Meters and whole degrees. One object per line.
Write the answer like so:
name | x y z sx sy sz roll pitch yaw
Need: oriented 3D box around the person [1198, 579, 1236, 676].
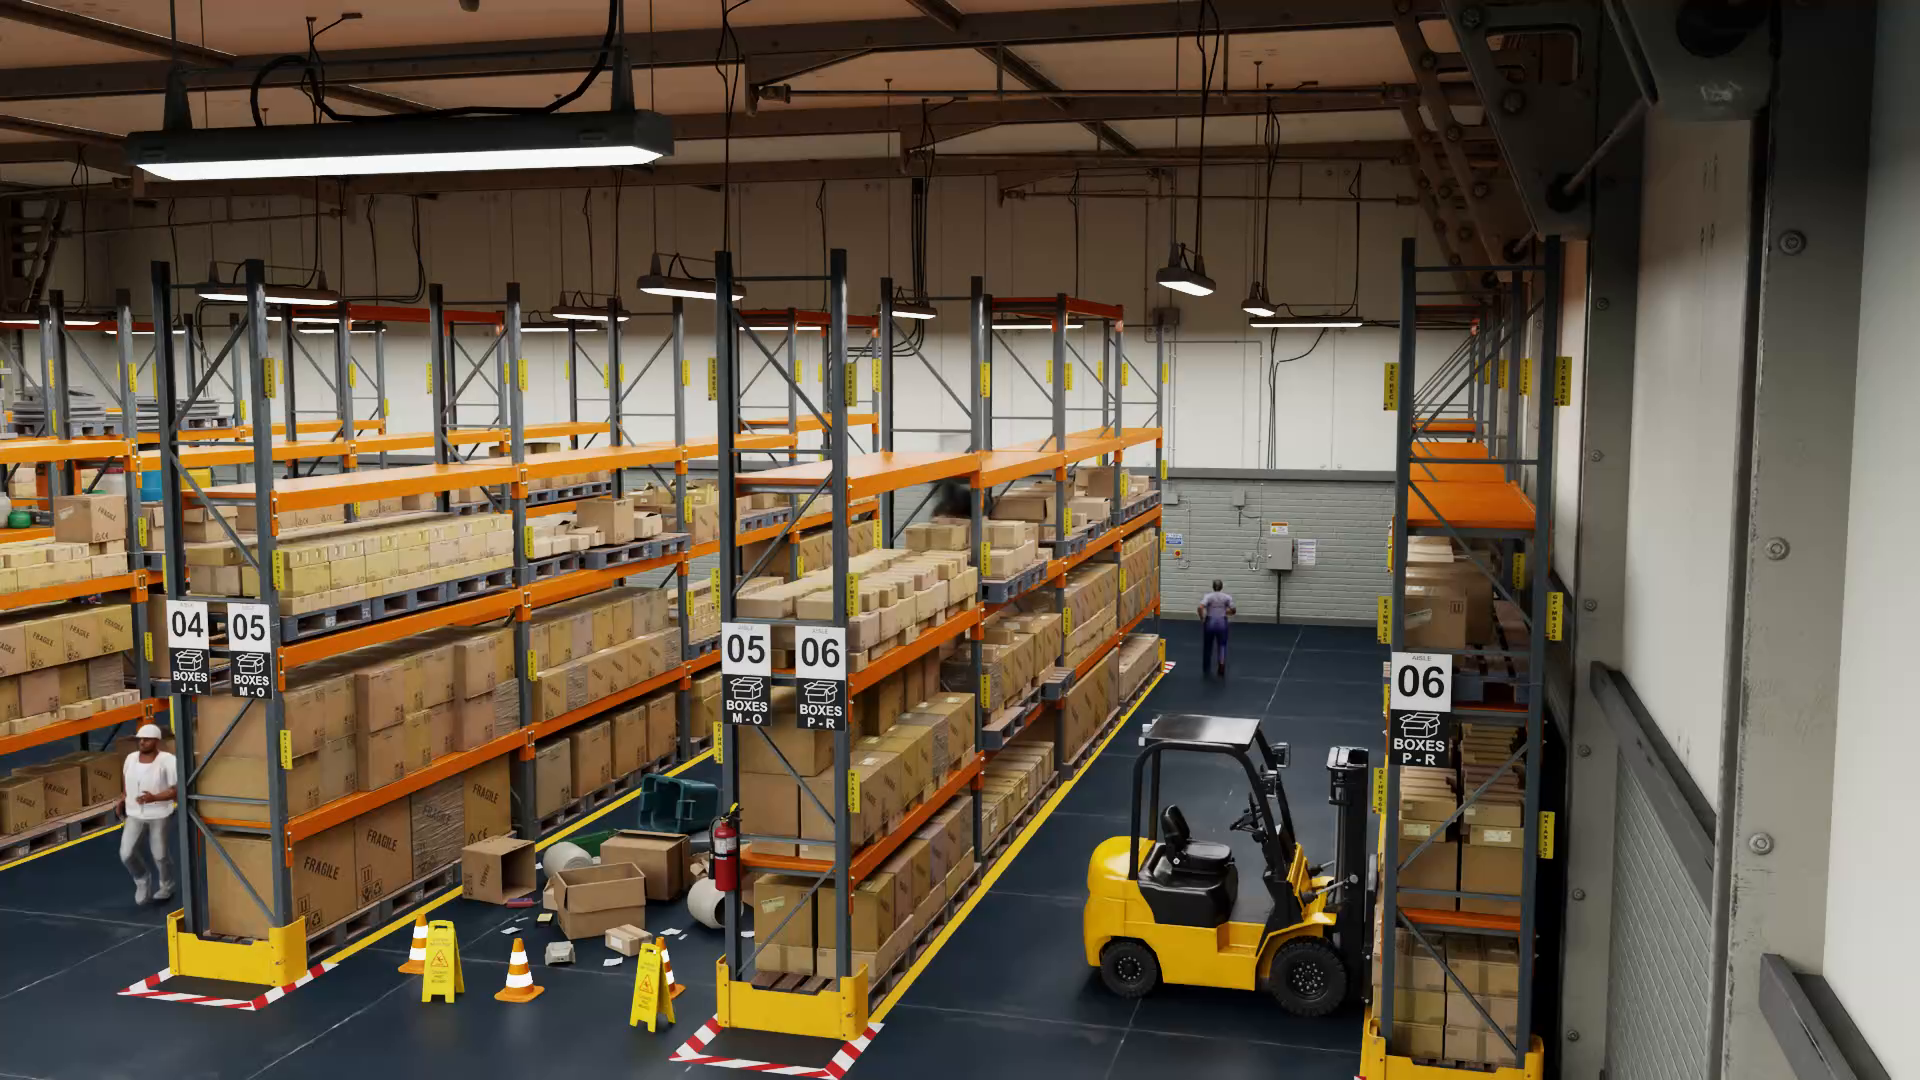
person | 4.224 1.450 27.381 0.632 1.640 0.862 1 6 7

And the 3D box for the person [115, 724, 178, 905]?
person | -7.722 2.619 15.801 0.676 1.742 0.673 0 6 -1
